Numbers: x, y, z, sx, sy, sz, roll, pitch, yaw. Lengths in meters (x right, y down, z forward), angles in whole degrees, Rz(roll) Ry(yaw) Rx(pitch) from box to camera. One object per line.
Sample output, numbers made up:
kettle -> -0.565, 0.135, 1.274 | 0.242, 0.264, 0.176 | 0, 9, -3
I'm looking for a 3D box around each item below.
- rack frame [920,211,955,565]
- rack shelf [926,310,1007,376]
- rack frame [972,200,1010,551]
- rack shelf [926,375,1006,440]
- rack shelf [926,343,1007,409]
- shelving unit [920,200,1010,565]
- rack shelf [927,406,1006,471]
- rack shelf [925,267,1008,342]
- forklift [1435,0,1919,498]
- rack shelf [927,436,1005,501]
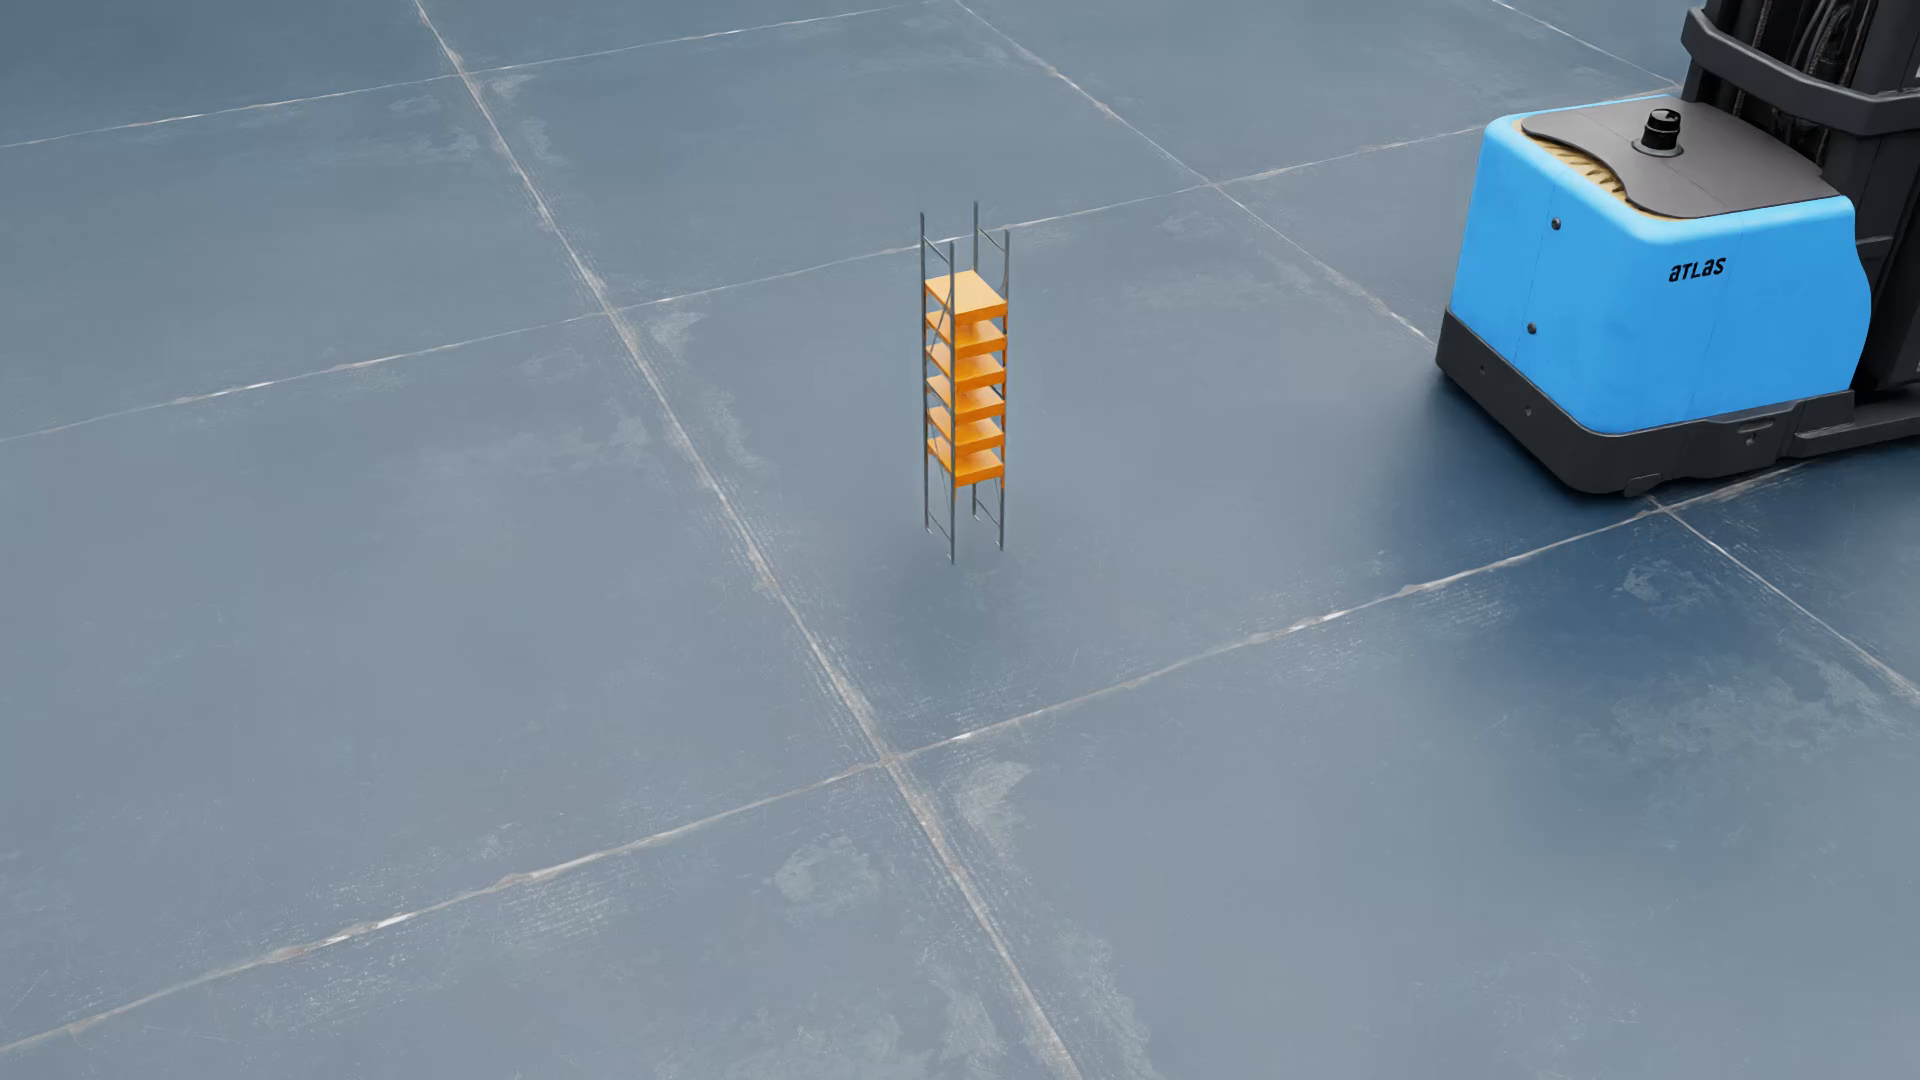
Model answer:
rack frame -> -0.070, -0.462, 5.366 | 0.006, 1.200, 0.240 | -16, 39, -20
rack shelf -> 0.013, -0.643, 5.281 | 0.180, 0.103, 0.258 | -16, 39, -20
rack frame -> 0.096, -0.509, 5.429 | 0.006, 1.200, 0.240 | -16, 39, -20
rack shelf -> 0.013, -0.450, 5.424 | 0.180, 0.103, 0.258 | -16, 39, -20
rack shelf -> 0.013, -0.546, 5.352 | 0.180, 0.103, 0.258 | -16, 39, -20
shelving unit -> 0.013, -0.486, 5.398 | 0.189, 1.200, 0.258 | -16, 39, -20
rack shelf -> 0.013, -0.354, 5.495 | 0.180, 0.103, 0.258 | -16, 39, -20
rack shelf -> 0.013, -0.739, 5.210 | 0.180, 0.103, 0.258 | -16, 39, -20
forklift -> 3.456, -1.839, 5.769 | 3.031, 2.935, 1.130 | -11, 38, -14
rack shelf -> 0.013, -0.257, 5.567 | 0.180, 0.103, 0.258 | -16, 39, -20
